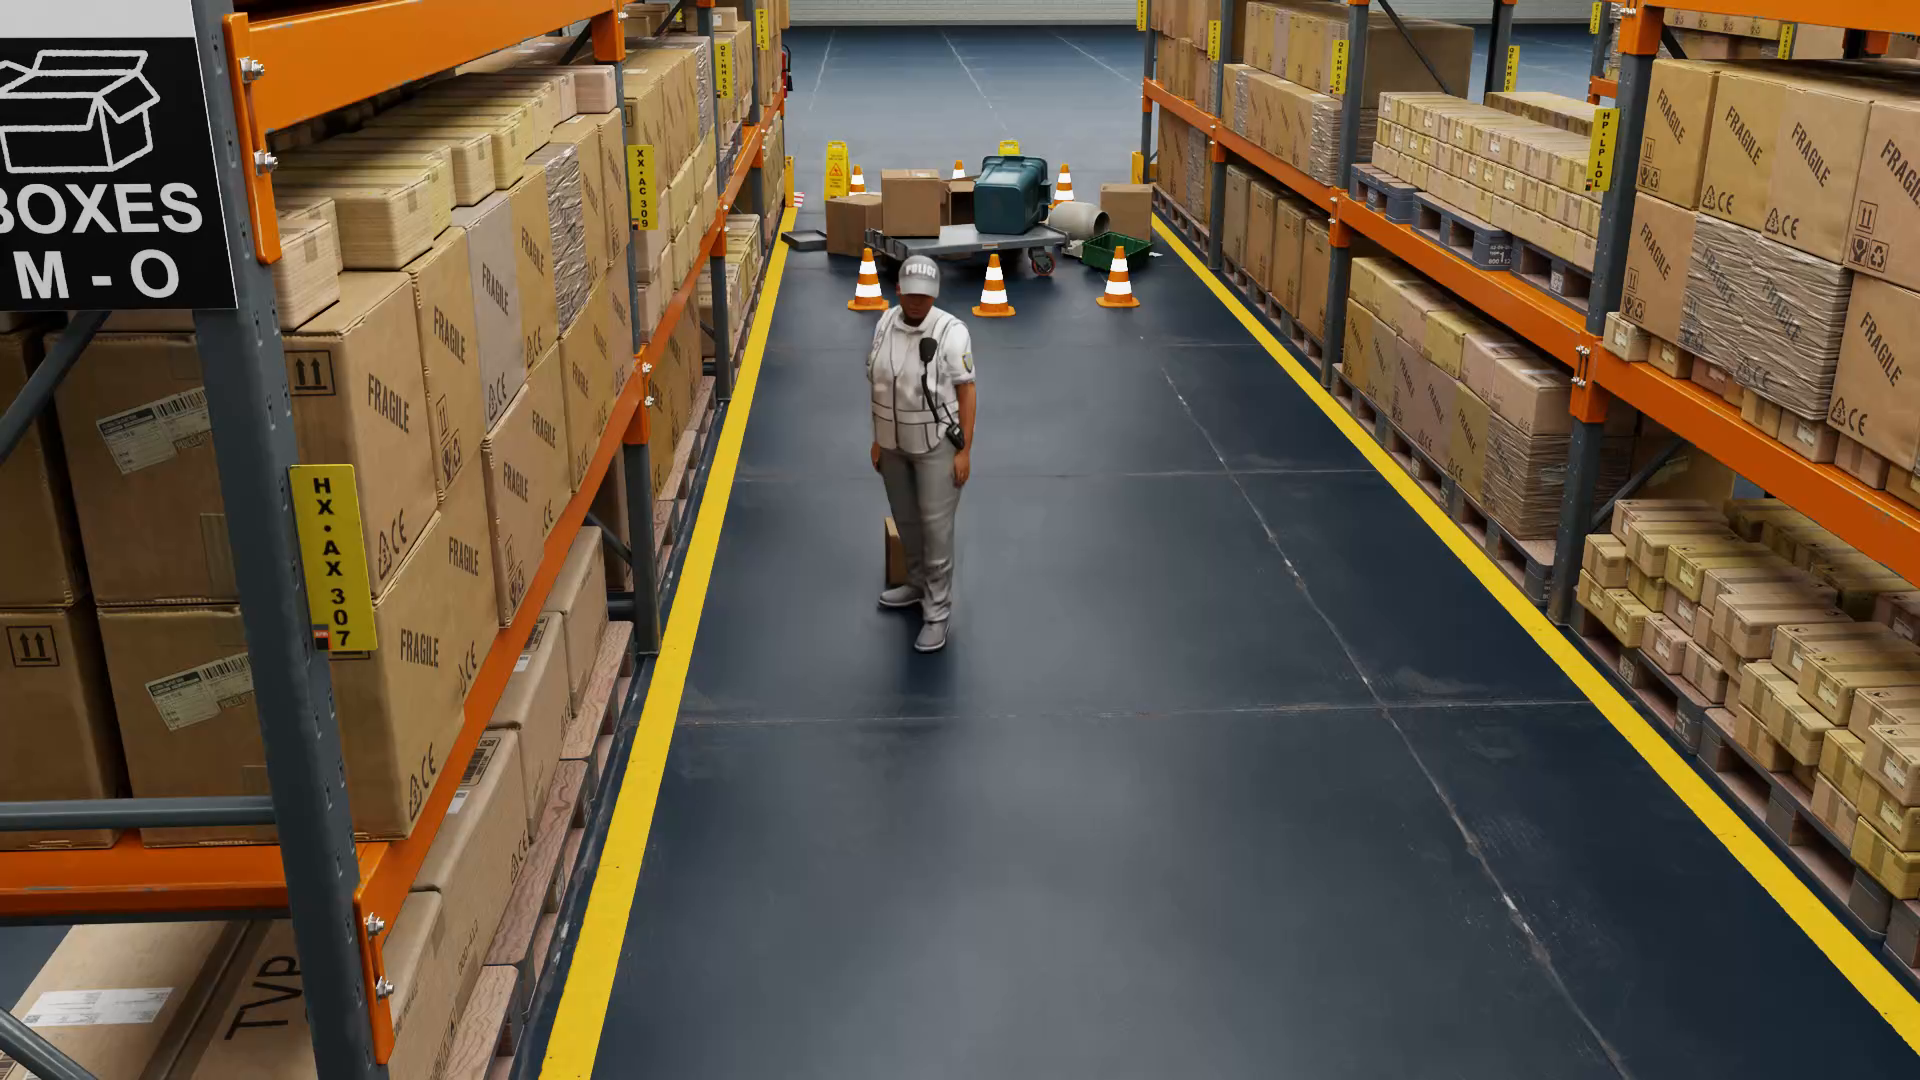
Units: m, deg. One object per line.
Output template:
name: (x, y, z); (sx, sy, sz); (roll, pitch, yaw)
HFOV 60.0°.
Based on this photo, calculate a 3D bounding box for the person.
person: (-0.183, -0.408, 7.153); (0.522, 1.664, 0.538); (13, 24, 32)
